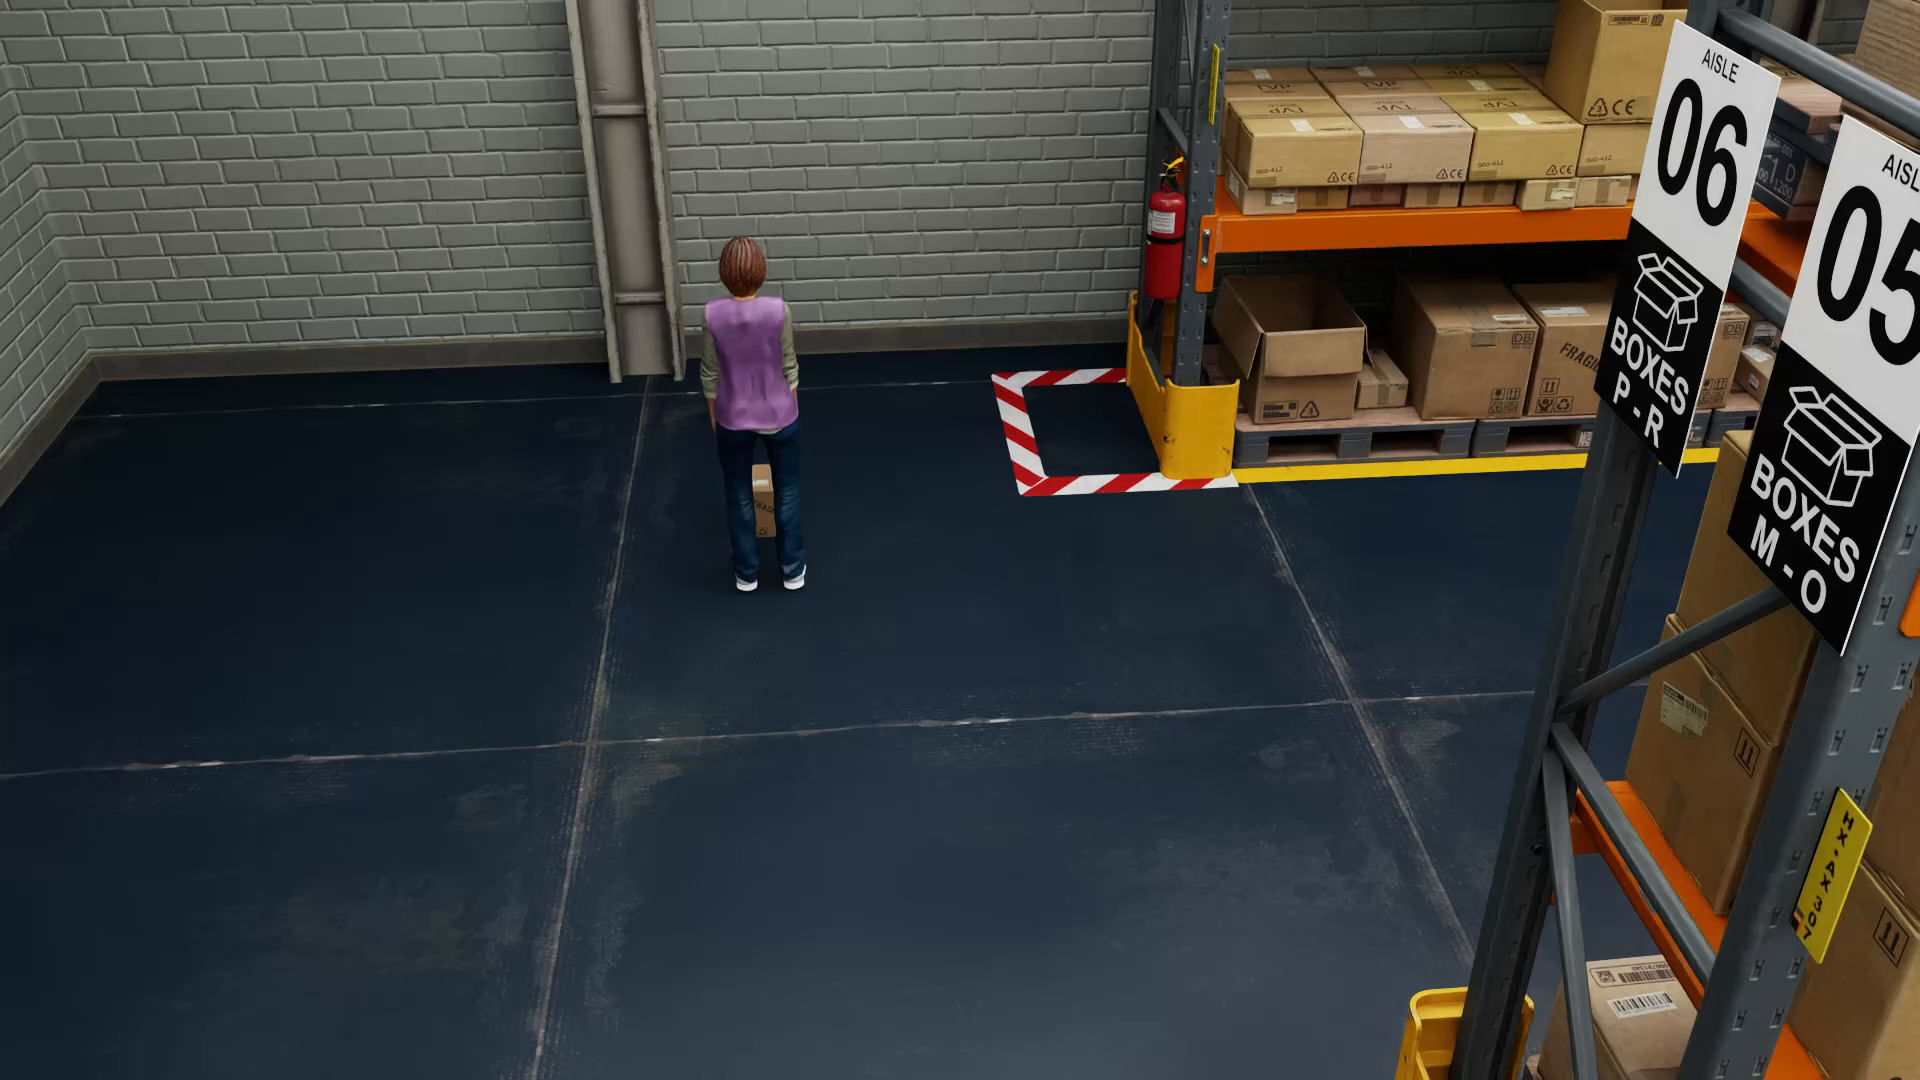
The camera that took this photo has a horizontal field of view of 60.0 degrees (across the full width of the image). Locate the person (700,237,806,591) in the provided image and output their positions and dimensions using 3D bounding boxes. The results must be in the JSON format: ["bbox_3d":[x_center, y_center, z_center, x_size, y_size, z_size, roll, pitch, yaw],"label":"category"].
[{"bbox_3d":[-0.869,-0.497,6.973,0.407,1.583,0.299,-2,32,-4],"label":"person"}]
